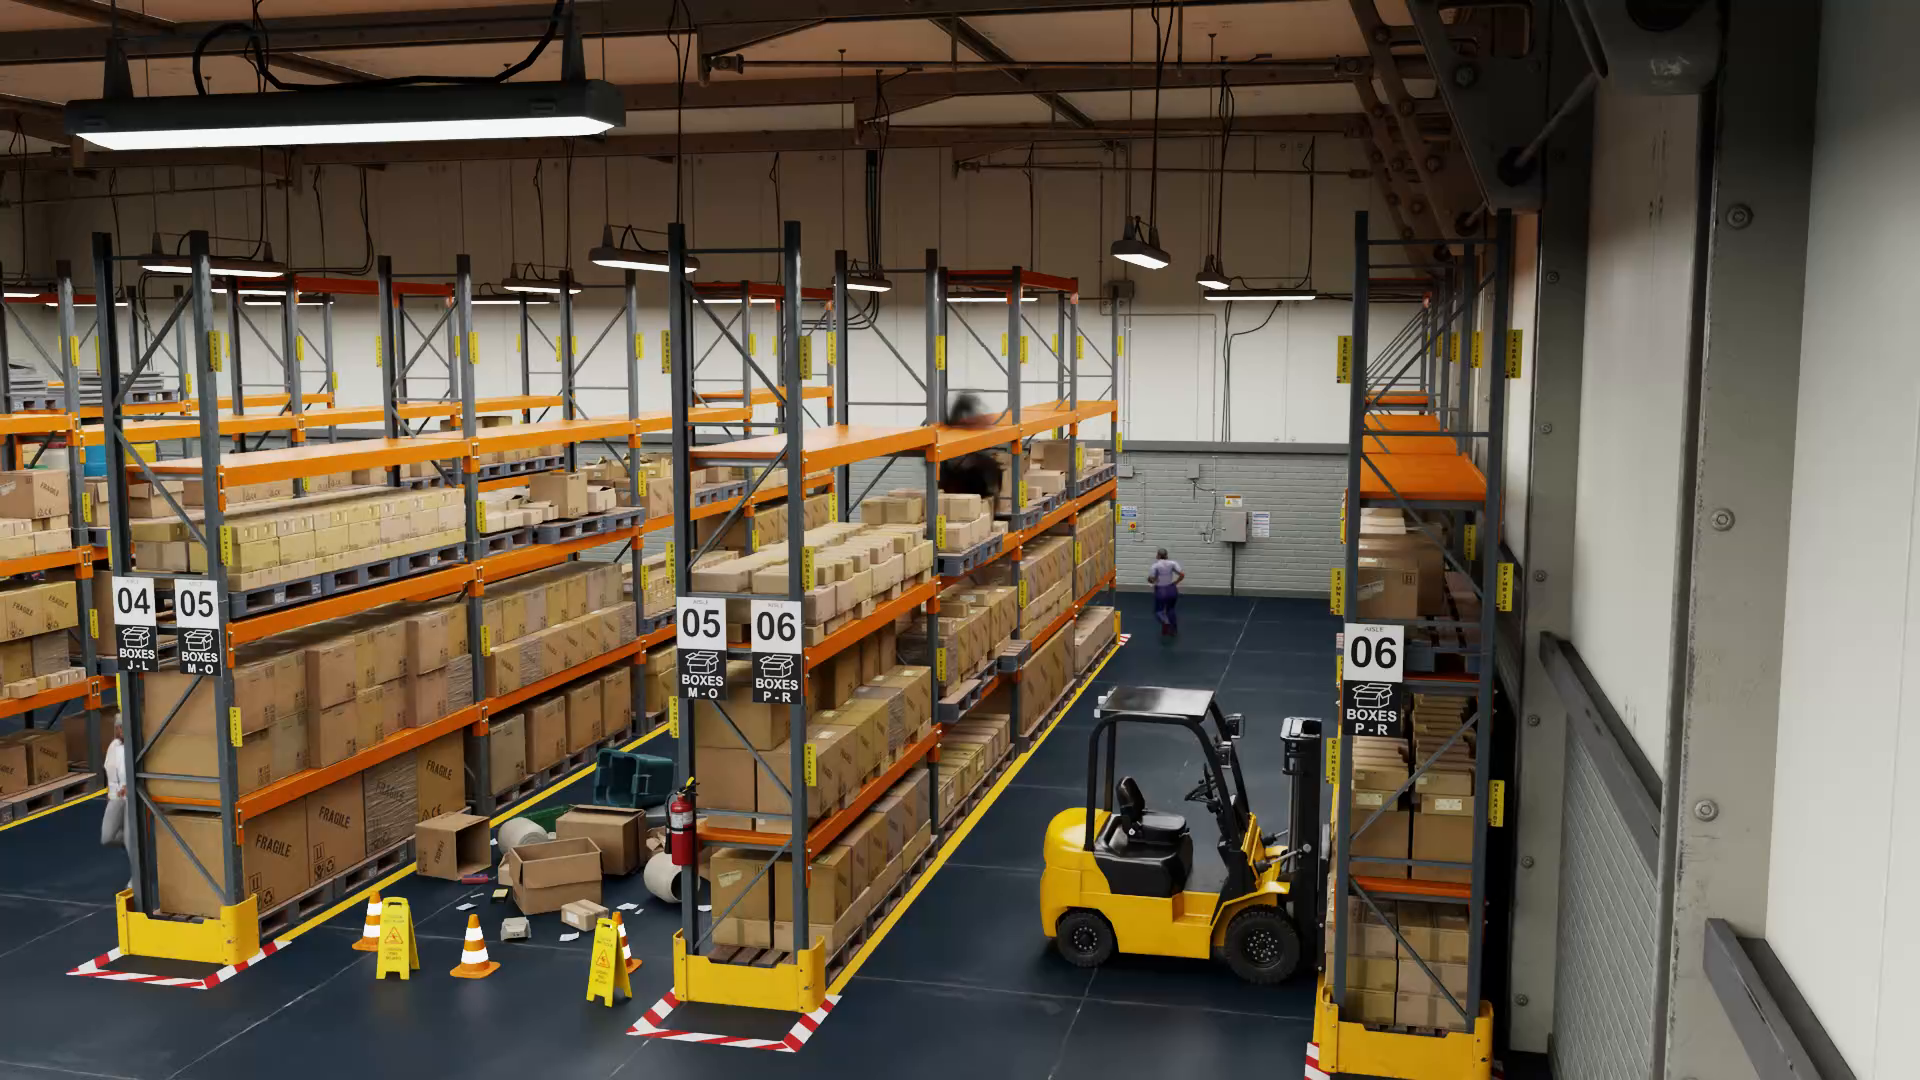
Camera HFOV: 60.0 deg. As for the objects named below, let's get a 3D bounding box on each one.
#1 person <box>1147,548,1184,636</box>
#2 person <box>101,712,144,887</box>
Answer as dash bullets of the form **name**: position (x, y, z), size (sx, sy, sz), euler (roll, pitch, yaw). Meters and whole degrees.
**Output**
- **person**: position (3.513, 0.931, 28.589), size (0.634, 1.578, 0.689), euler (-2, 7, -13)
- **person**: position (-7.857, 2.438, 15.724), size (0.605, 1.671, 0.568), euler (1, 7, 11)
